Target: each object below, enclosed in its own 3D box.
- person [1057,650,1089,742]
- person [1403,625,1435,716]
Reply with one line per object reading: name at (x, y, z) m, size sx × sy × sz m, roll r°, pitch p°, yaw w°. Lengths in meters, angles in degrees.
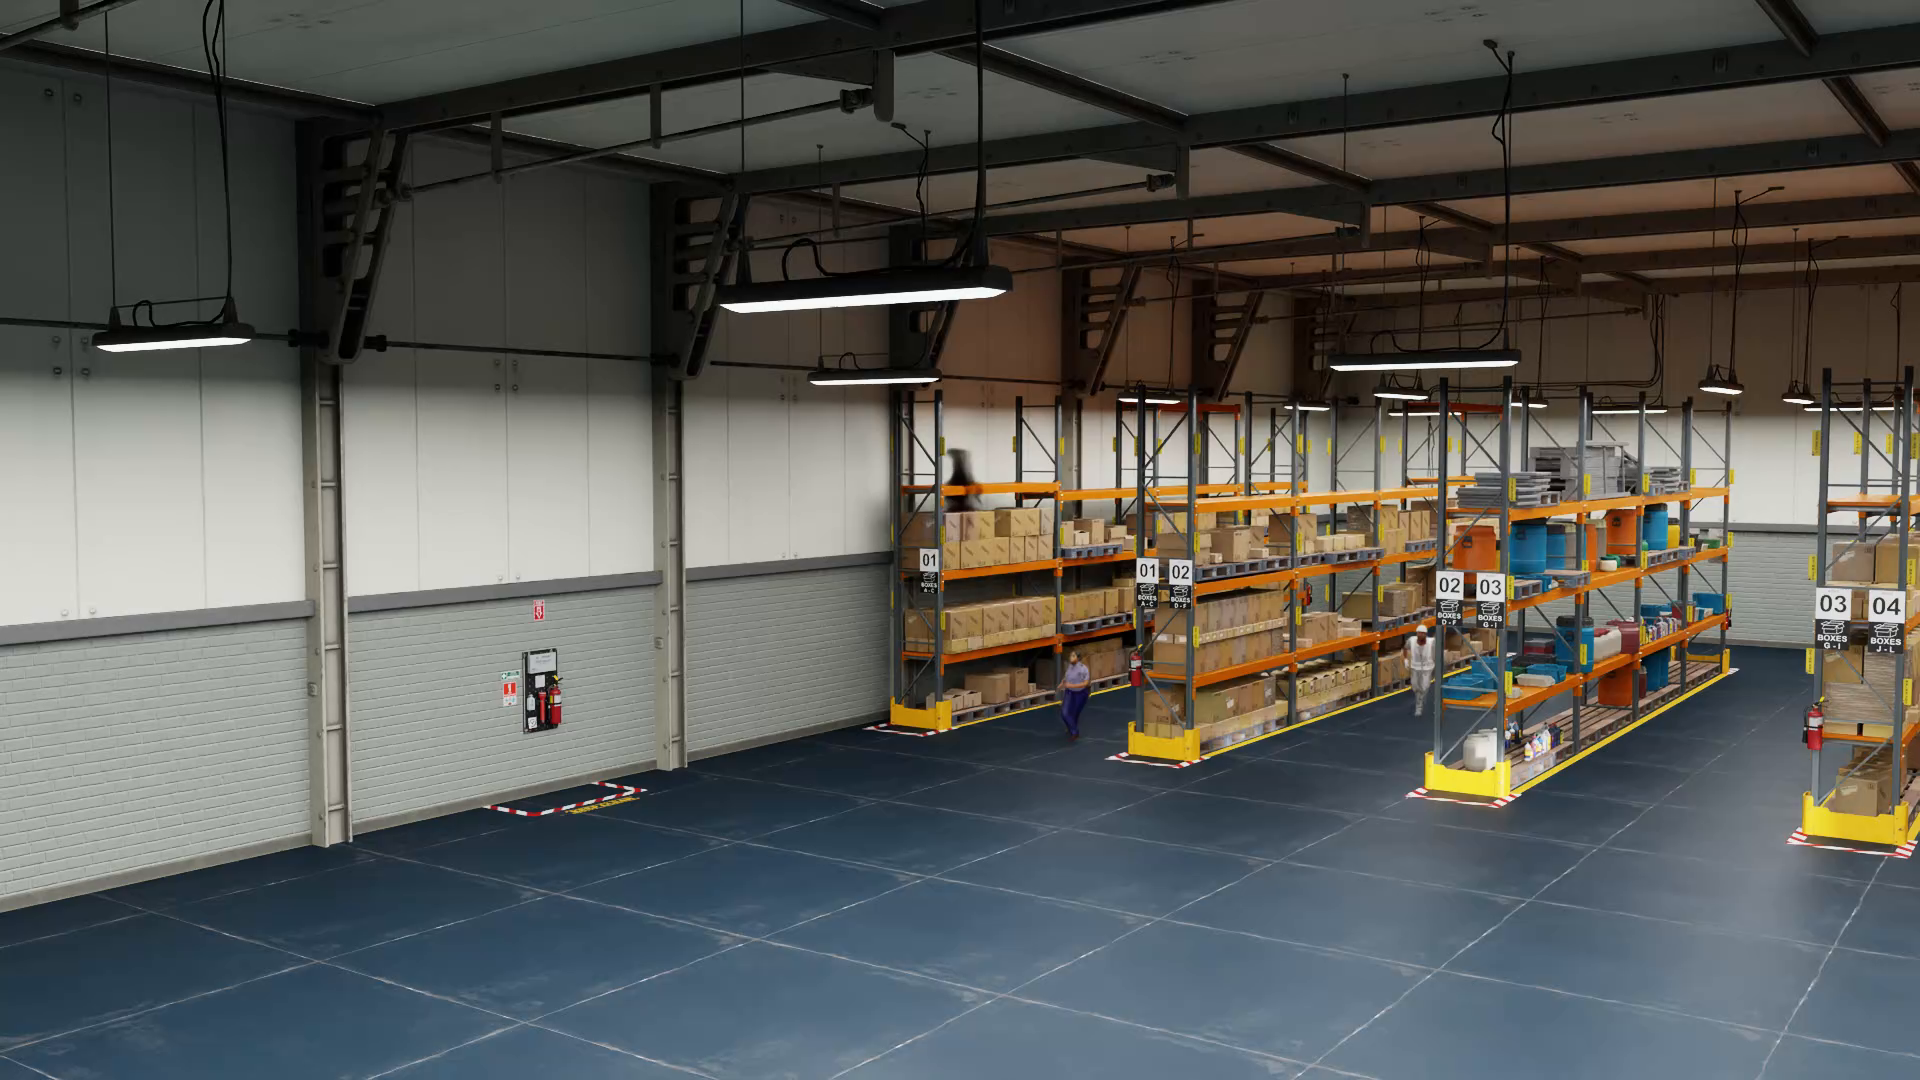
person at (1.976, 2.647, 28.393) m, size 0.715 × 1.586 × 0.633 m, roll 2°, pitch 4°, yaw 36°
person at (8.607, 2.420, 31.014) m, size 0.666 × 1.706 × 0.759 m, roll 1°, pitch 3°, yaw 15°
